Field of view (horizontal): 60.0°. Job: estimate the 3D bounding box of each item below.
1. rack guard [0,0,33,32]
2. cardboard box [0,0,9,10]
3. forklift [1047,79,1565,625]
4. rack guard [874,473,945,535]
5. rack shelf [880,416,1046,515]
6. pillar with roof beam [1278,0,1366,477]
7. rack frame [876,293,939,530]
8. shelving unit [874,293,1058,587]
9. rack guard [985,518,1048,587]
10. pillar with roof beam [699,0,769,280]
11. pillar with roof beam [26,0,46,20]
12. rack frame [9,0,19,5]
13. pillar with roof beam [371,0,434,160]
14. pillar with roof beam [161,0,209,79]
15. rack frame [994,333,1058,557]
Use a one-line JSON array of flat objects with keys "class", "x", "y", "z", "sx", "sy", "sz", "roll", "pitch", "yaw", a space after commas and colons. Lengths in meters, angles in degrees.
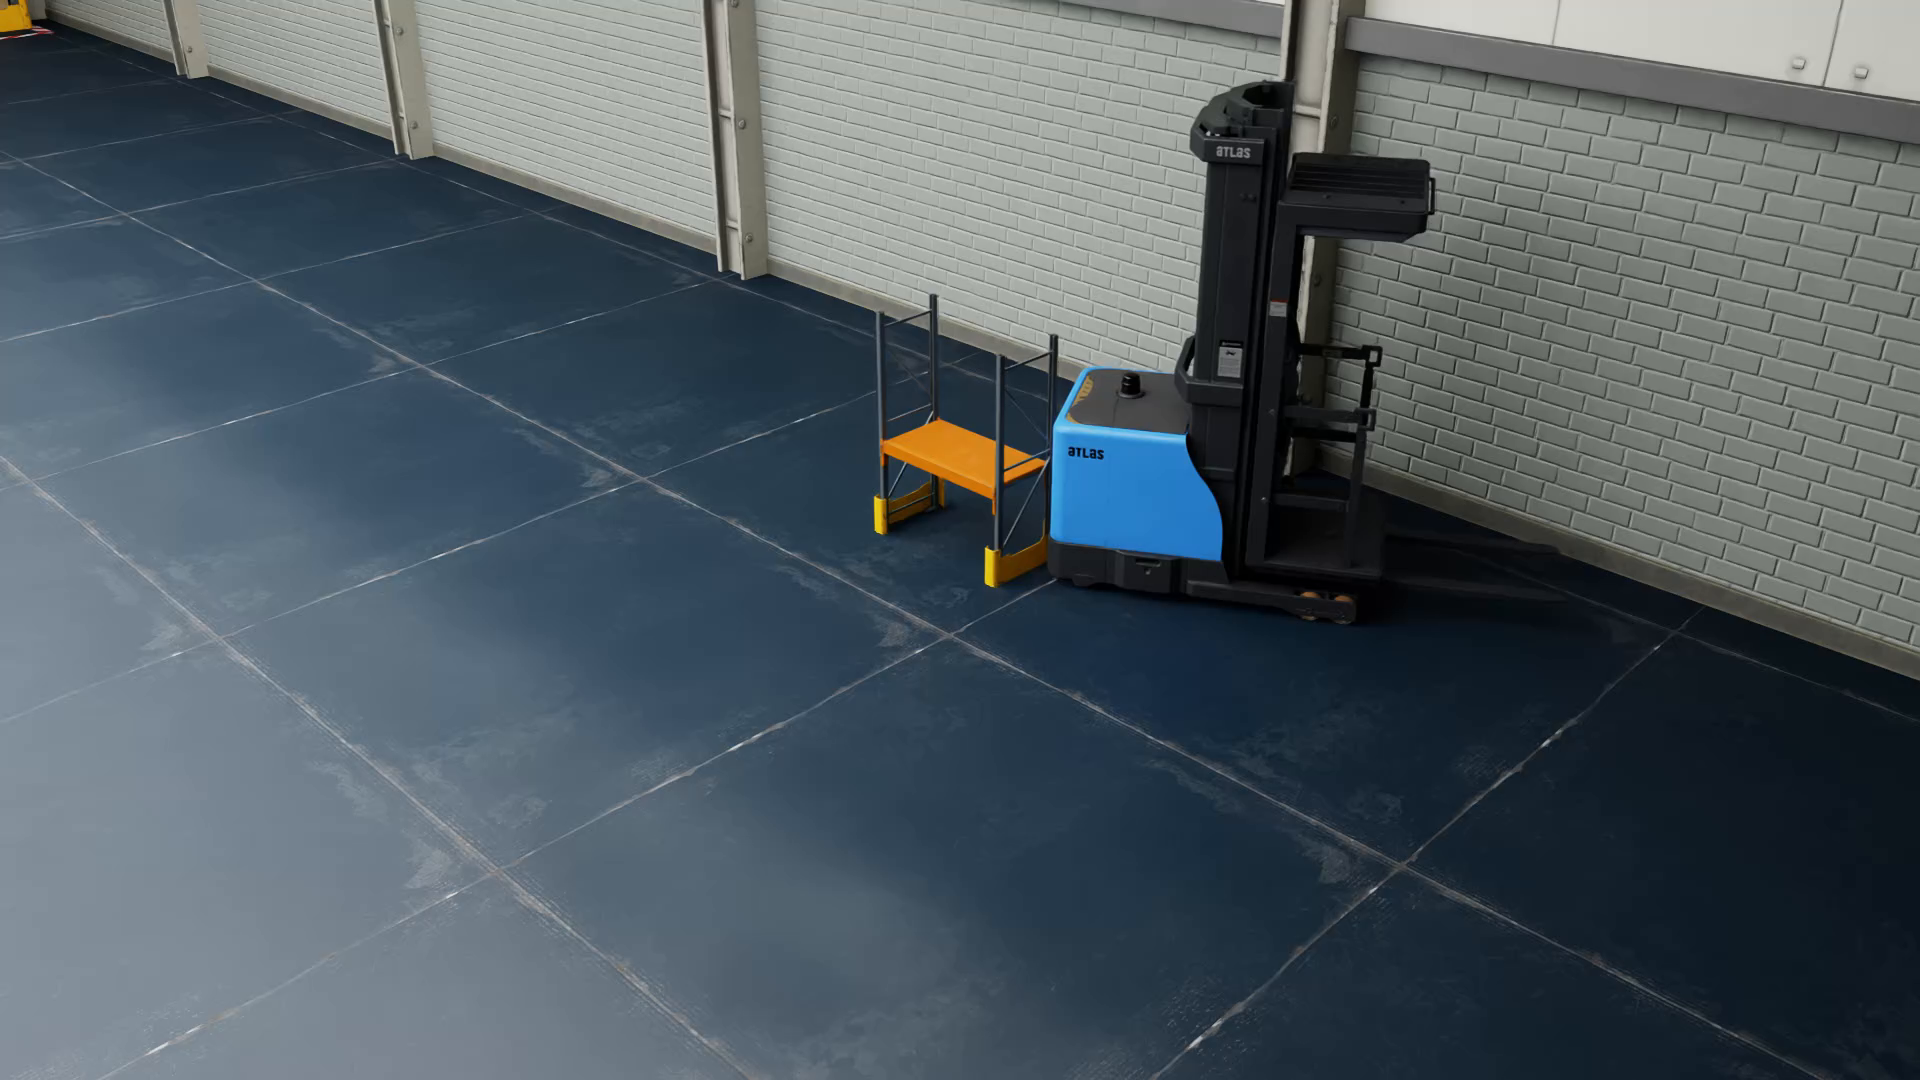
[{"class": "rack guard", "x": -14.967, "y": -8.065, "z": 25.544, "sx": 0.348, "sy": 0.500, "sz": 1.175, "roll": 25, "pitch": 36, "yaw": 38}, {"class": "cardboard box", "x": -15.197, "y": -8.373, "z": 25.948, "sx": 0.500, "sy": 0.250, "sz": 0.500, "roll": 25, "pitch": 37, "yaw": 39}, {"class": "forklift", "x": 2.110, "y": -1.074, "z": 9.636, "sx": 3.031, "sy": 2.935, "sz": 1.130, "roll": 7, "pitch": 29, "yaw": 13}, {"class": "rack guard", "x": -0.328, "y": -0.252, "z": 10.954, "sx": 0.087, "sy": 0.250, "sz": 0.587, "roll": 25, "pitch": 36, "yaw": 38}, {"class": "rack shelf", "x": 0.033, "y": -0.480, "z": 10.432, "sx": 1.000, "sy": 0.185, "sz": 0.538, "roll": 25, "pitch": 36, "yaw": 38}, {"class": "pillar with roof beam", "x": -0.753, "y": -3.101, "z": 6.972, "sx": 0.400, "sy": 9.000, "sz": 9.100, "roll": 25, "pitch": 36, "yaw": 38}, {"class": "rack frame", "x": -0.328, "y": -0.806, "z": 10.664, "sx": 0.032, "sy": 1.500, "sz": 0.500, "roll": 25, "pitch": 36, "yaw": 38}, {"class": "shelving unit", "x": 0.027, "y": -0.643, "z": 10.354, "sx": 1.083, "sy": 1.500, "sz": 0.587, "roll": 25, "pitch": 36, "yaw": 38}, {"class": "rack guard", "x": 0.381, "y": 0.073, "z": 10.335, "sx": 0.087, "sy": 0.250, "sz": 0.587, "roll": 25, "pitch": 36, "yaw": 38}, {"class": "pillar with roof beam", "x": -5.031, "y": -5.059, "z": 10.695, "sx": 0.400, "sy": 9.000, "sz": 9.100, "roll": 25, "pitch": 36, "yaw": 38}, {"class": "pillar with roof beam", "x": -17.867, "y": -10.932, "z": 21.865, "sx": 0.400, "sy": 9.000, "sz": 9.100, "roll": 25, "pitch": 36, "yaw": 38}, {"class": "rack frame", "x": -14.984, "y": -9.179, "z": 24.977, "sx": 0.127, "sy": 3.000, "sz": 1.000, "roll": 25, "pitch": 36, "yaw": 38}, {"class": "pillar with roof beam", "x": -9.310, "y": -7.017, "z": 14.418, "sx": 0.400, "sy": 9.000, "sz": 9.100, "roll": 25, "pitch": 36, "yaw": 38}, {"class": "pillar with roof beam", "x": -13.588, "y": -8.974, "z": 18.142, "sx": 0.400, "sy": 9.000, "sz": 9.100, "roll": 25, "pitch": 36, "yaw": 38}, {"class": "rack frame", "x": 0.395, "y": -0.473, "z": 10.032, "sx": 0.032, "sy": 1.500, "sz": 0.500, "roll": 25, "pitch": 36, "yaw": 38}]
